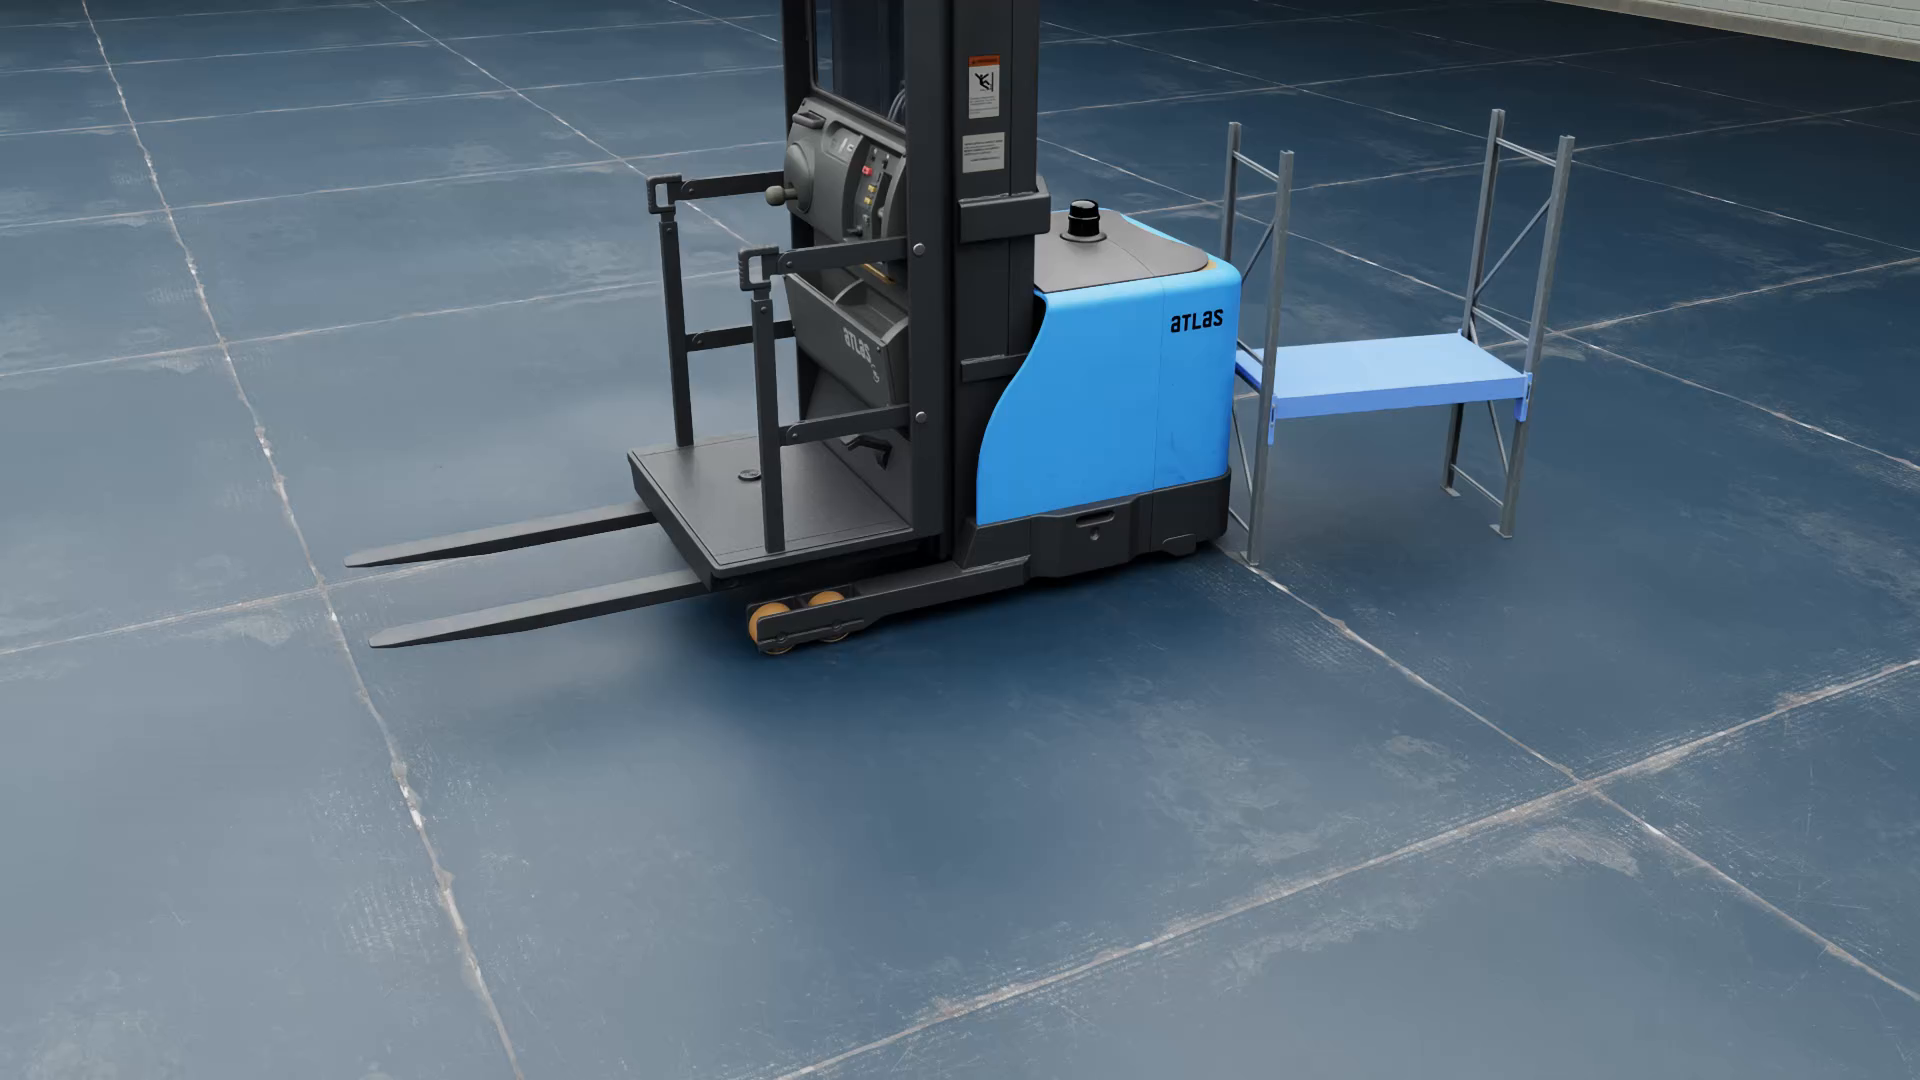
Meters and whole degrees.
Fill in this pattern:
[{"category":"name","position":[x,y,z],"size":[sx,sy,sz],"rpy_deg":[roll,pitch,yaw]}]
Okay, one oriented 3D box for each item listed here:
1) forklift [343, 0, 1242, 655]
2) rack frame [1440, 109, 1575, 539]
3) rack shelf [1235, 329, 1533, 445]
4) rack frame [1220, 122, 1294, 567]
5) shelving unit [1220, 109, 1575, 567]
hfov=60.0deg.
[{"category":"forklift","position":[-0.567,-1.205,5.374],"size":[3.031,2.935,1.130],"rpy_deg":[-12,28,-23]},{"category":"rack frame","position":[2.006,-0.786,6.154],"size":[0.032,1.500,0.500],"rpy_deg":[-6,26,-12]},{"category":"rack shelf","position":[1.511,-0.574,6.128],"size":[1.000,0.185,0.538],"rpy_deg":[-6,26,-12]},{"category":"rack frame","position":[1.016,-0.686,5.946],"size":[0.032,1.500,0.500],"rpy_deg":[-6,26,-12]},{"category":"shelving unit","position":[1.511,-0.736,6.050],"size":[1.048,1.500,0.538],"rpy_deg":[-6,26,-12]}]
